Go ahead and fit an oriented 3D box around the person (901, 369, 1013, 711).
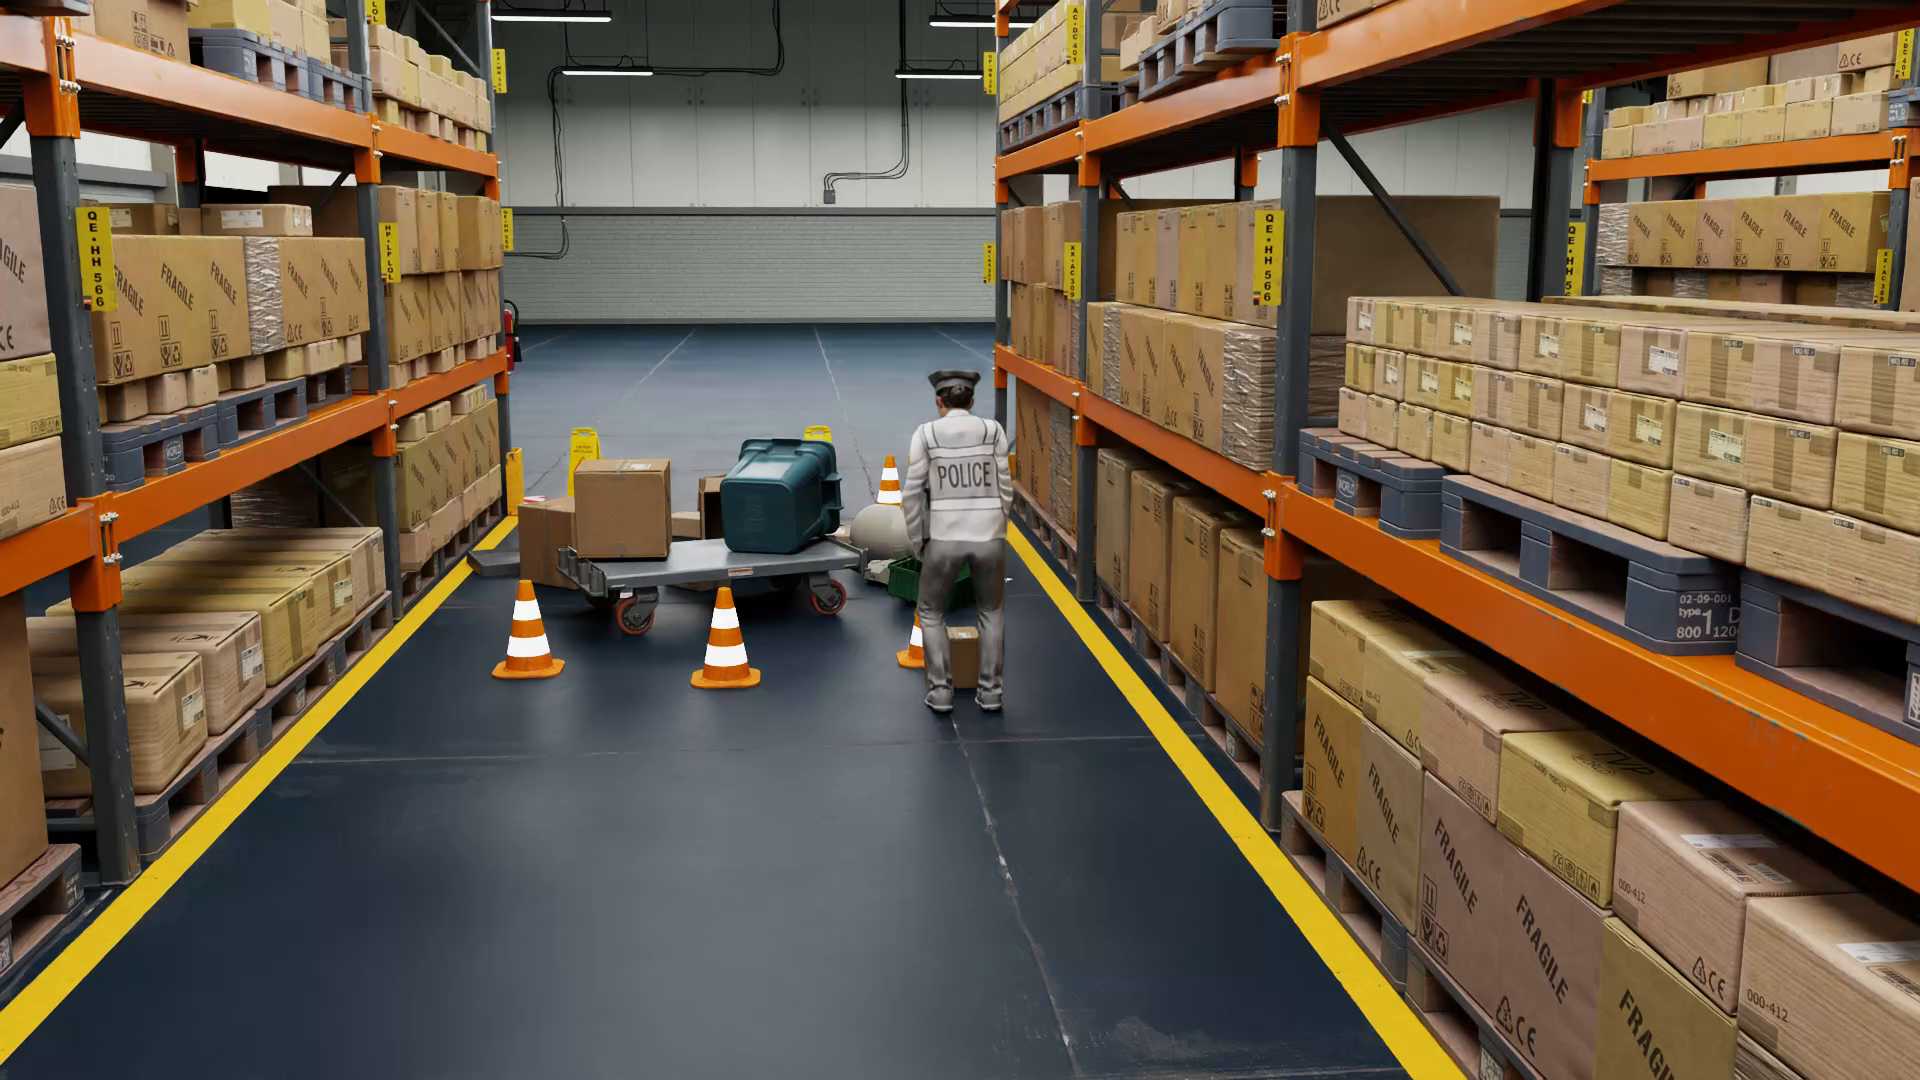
[{"bbox_3d":[-0.012,0.007,7.651,0.516,1.576,0.526,-1,10,-5],"label":"person"}]
